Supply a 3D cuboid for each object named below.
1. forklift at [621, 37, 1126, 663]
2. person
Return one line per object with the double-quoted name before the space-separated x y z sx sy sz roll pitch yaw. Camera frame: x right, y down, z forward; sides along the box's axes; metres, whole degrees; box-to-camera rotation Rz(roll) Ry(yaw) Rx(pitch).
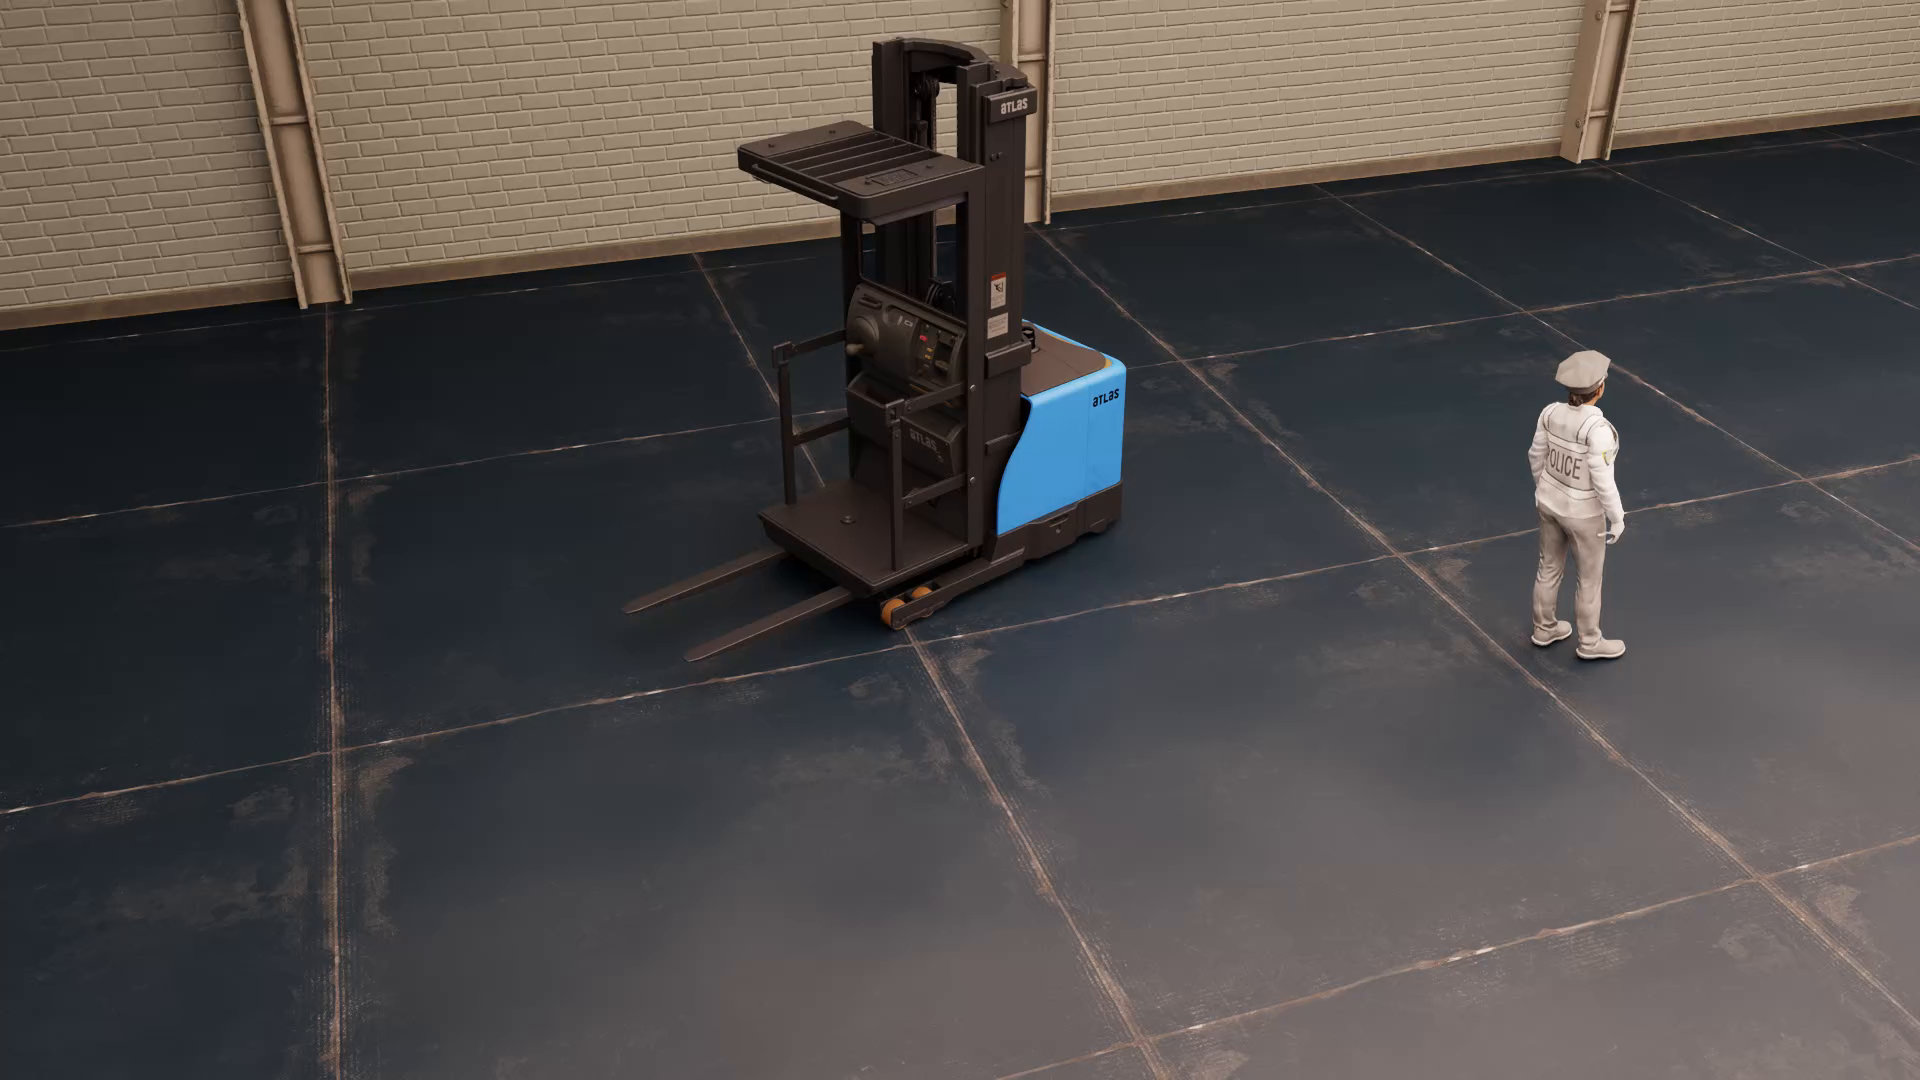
"forklift" -0.461 -1.072 8.951 3.031 2.935 1.130 -23 37 -34
"person" 3.231 -0.189 8.641 0.532 1.696 0.589 -15 33 -24
